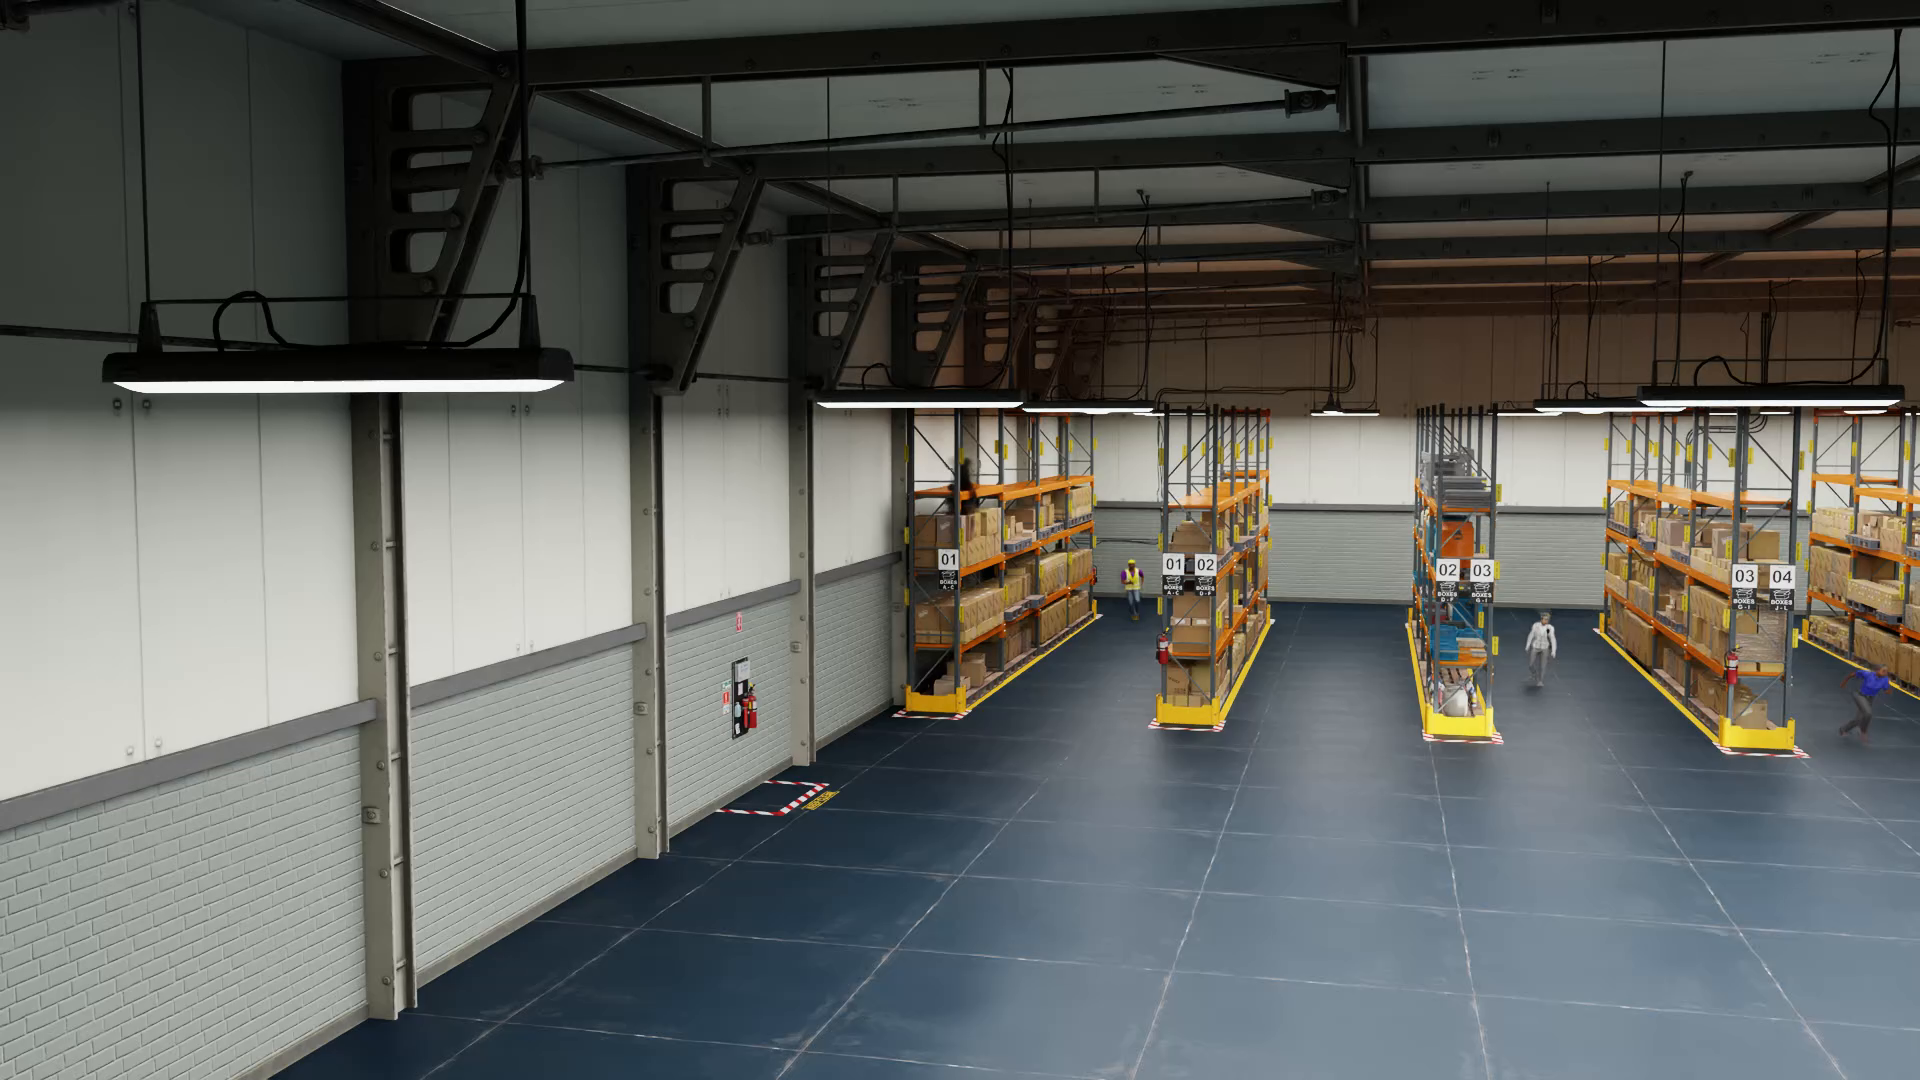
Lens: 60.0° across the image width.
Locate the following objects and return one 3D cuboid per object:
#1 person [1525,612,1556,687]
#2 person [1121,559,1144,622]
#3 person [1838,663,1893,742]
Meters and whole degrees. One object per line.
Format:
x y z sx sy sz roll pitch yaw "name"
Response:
12.405 2.330 35.523 0.639 1.617 0.583 2 4 22 "person"
4.894 1.423 47.142 0.652 1.763 0.683 0 4 5 "person"
16.060 2.839 29.435 0.540 1.438 1.073 -1 4 -11 "person"
